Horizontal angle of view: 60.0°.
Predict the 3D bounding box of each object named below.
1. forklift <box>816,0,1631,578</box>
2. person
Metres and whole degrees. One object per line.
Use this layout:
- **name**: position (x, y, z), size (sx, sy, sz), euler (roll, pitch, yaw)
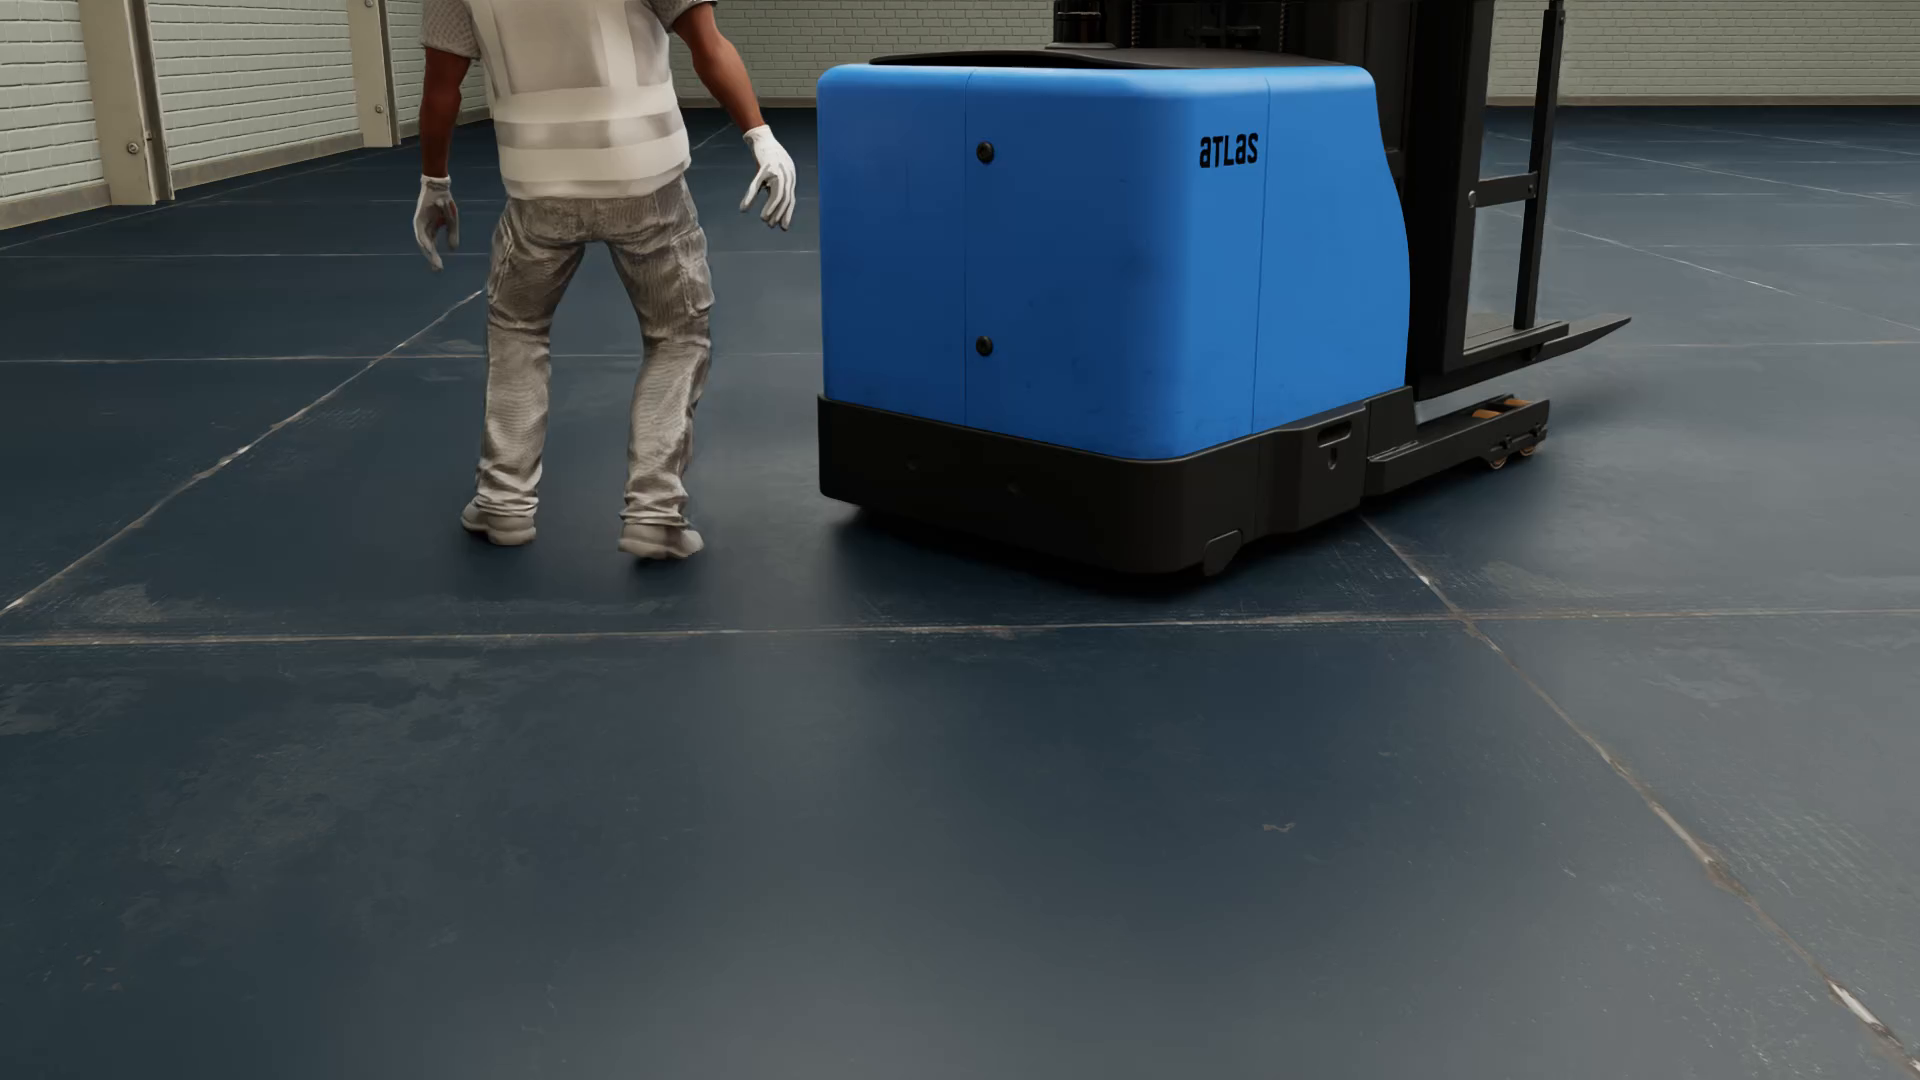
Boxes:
- **forklift**: position (1.014, -1.680, 4.401), size (1.130, 2.935, 3.031), euler (15, 22, 40)
- **person**: position (-0.788, -0.801, 3.676), size (0.891, 1.730, 0.499), euler (3, 17, 9)
